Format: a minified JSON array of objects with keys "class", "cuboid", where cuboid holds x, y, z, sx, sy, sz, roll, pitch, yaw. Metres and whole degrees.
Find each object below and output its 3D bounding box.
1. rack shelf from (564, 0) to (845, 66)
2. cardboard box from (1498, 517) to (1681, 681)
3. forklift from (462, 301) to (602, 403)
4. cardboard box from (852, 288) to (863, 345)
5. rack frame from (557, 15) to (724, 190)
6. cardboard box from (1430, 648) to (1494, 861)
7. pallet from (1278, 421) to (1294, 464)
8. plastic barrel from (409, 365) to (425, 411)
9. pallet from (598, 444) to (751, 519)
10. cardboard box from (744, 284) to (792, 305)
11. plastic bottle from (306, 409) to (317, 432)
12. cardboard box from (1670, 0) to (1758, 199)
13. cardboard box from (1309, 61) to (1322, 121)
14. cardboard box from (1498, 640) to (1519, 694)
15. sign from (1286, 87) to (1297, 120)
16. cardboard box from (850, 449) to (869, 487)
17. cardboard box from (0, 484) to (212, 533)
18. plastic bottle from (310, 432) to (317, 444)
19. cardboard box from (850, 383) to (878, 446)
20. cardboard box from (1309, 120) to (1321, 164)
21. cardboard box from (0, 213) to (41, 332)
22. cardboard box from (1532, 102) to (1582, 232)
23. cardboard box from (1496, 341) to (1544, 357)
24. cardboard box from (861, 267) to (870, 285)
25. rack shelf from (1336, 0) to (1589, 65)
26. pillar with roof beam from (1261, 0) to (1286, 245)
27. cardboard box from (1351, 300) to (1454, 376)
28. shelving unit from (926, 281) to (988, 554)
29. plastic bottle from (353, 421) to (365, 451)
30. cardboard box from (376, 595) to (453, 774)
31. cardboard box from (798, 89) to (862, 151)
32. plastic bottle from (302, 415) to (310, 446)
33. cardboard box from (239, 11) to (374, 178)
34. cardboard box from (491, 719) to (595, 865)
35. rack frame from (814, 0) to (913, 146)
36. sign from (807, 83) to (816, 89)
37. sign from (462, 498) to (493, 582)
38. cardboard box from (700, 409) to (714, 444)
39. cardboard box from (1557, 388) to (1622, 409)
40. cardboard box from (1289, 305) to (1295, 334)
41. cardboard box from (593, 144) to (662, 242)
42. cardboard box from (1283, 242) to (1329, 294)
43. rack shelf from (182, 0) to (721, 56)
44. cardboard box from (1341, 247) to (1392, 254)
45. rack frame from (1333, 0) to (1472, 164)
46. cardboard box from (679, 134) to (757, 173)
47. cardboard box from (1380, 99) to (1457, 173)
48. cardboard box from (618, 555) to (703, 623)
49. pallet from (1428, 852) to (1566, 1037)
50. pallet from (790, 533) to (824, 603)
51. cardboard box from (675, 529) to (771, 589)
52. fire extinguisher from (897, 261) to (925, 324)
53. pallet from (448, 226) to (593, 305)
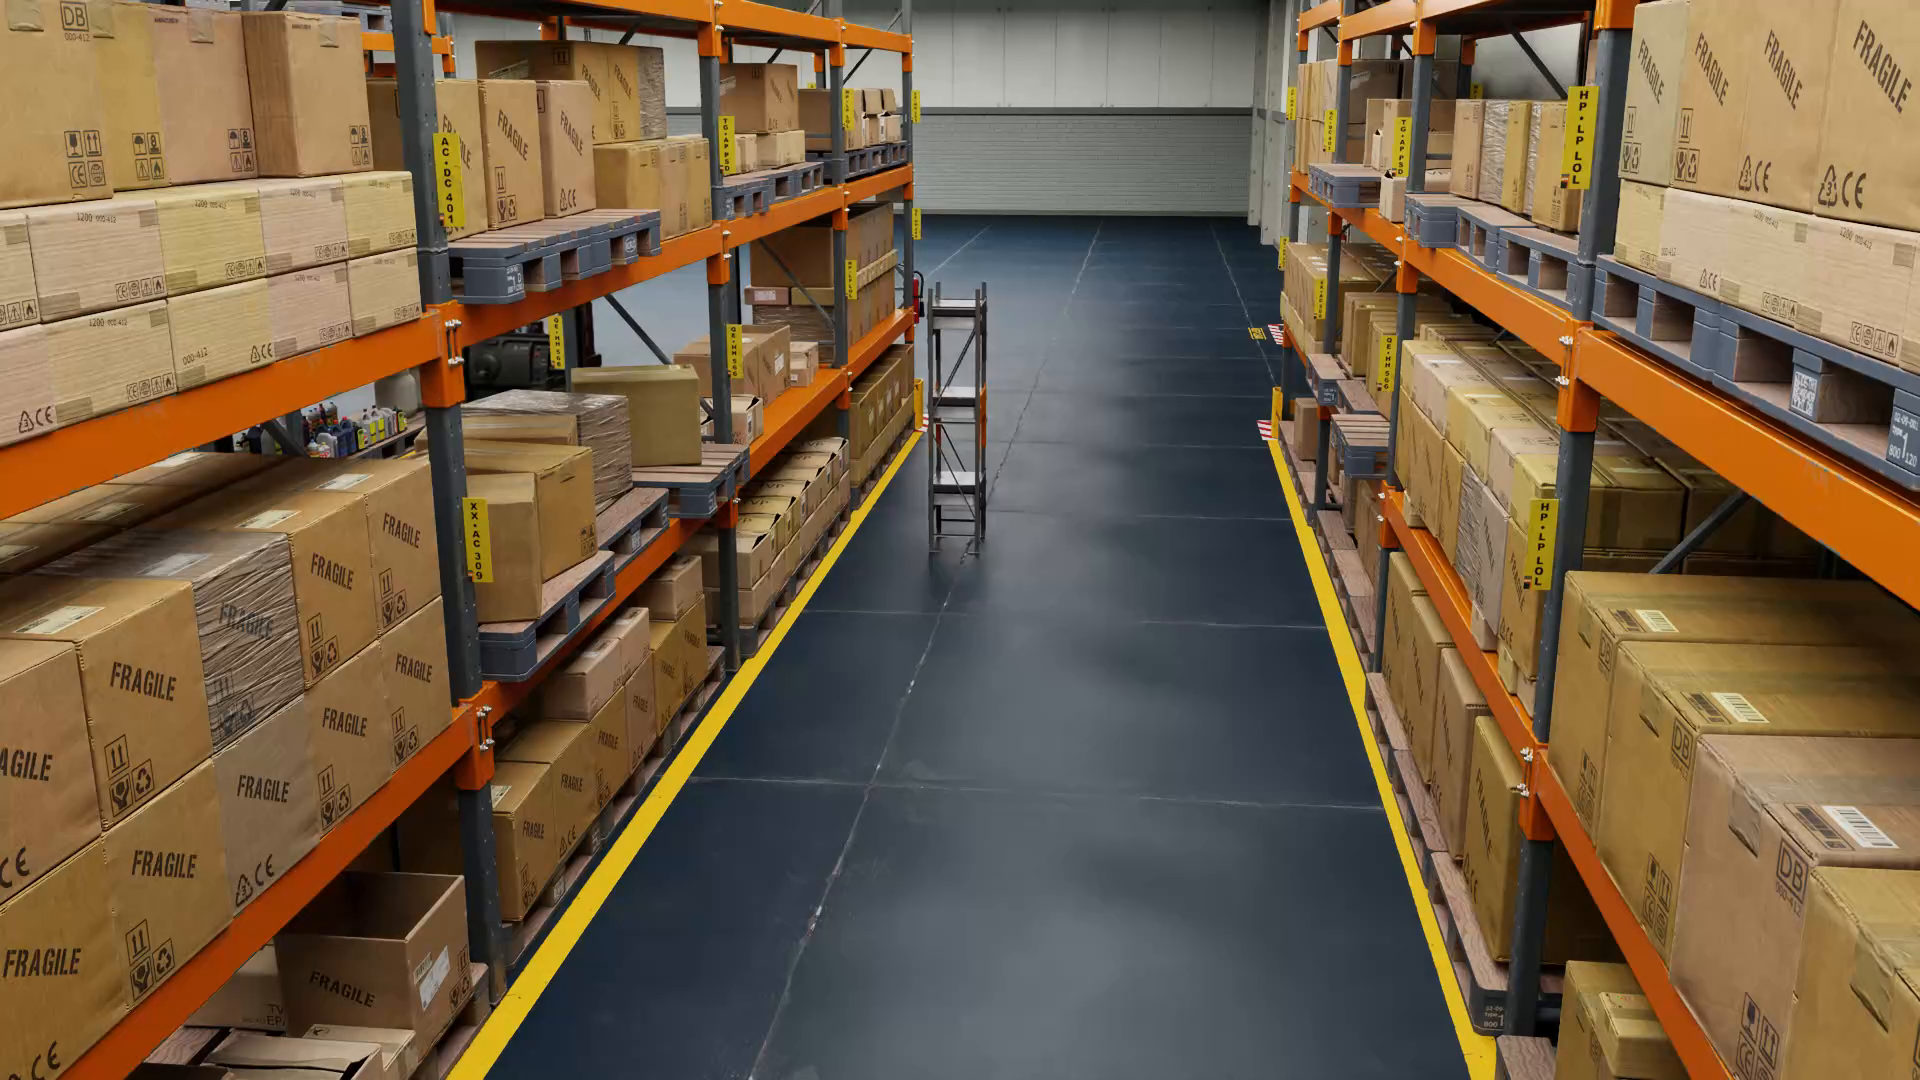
[{"class":"rack shelf","cuboid":[-1.680,-3.506,11.534,1.077,0.370,4.000,2,15,6]},{"class":"cardboard box","cuboid":[2.367,0.222,6.296,0.500,0.500,0.500,1,15,5]},{"class":"forklift","cuboid":[-3.682,-1.495,13.574,1.130,2.935,3.031,4,16,14]},{"class":"cardboard box","cuboid":[-1.297,-2.100,15.490,0.700,0.500,0.500,2,15,7]},{"class":"rack frame","cuboid":[-1.905,-3.528,9.469,1.000,3.000,0.127,2,15,6]},{"class":"cardboard box","cuboid":[2.607,0.982,7.596,0.750,0.750,0.750,2,15,8]},{"class":"pallet","cuboid":[3.784,-0.986,16.905,1.003,0.211,1.213,2,15,6]},{"class":"plastic barrel","cuboid":[-5.922,-1.682,18.099,0.421,0.512,0.421,0,15,0]},{"class":"pallet","cuboid":[-1.912,-0.361,9.620,1.213,0.211,1.003,2,15,6]},{"class":"cardboard box","cuboid":[-1.636,-2.108,14.276,0.380,0.149,0.250,2,15,6]},{"class":"plastic bottle","cuboid":[-6.488,-1.173,16.638,0.097,0.271,0.097,0,15,0]},{"class":"cardboard box","cuboid":[2.155,-1.128,4.195,0.500,0.500,0.500,1,15,5]},{"class":"cardboard box","cuboid":[3.355,-3.929,14.554,0.500,0.500,0.500,1,15,4]},{"class":"cardboard box","cuboid":[2.328,0.500,6.510,0.380,0.149,0.250,2,15,7]},{"class":"sign","cuboid":[3.381,-4.448,16.943,0.100,0.325,0.005,2,15,6]},{"class":"cardboard box","cuboid":[-1.100,-0.656,14.805,0.500,0.250,0.500,2,15,6]},{"class":"cardboard box","cuboid":[-2.747,0.122,5.356,0.500,0.500,0.500,1,15,5]},{"class":"plastic bottle","cuboid":[-6.000,-0.875,15.511,0.061,0.283,0.133,2,15,6]},{"class":"cardboard box","cuboid":[-1.042,-1.148,15.186,0.500,0.500,0.500,2,15,6]},{"class":"cardboard box","cuboid":[3.374,-3.444,14.677,0.500,0.500,0.500,1,15,4]},{"class":"cardboard box","cuboid":[-2.378,-0.559,3.565,0.500,0.250,0.500,2,15,6]},{"class":"cardboard box","cuboid":[2.773,-1.529,6.791,0.700,0.500,0.500,1,15,5]},{"class":"cardboard box","cuboid":[3.224,-0.925,9.101,0.500,0.250,0.500,2,15,8]},{"class":"cardboard box","cuboid":[-1.060,-2.497,15.714,0.380,0.149,0.250,2,15,6]},{"class":"rack shelf","cuboid":[3.243,-3.361,10.998,1.077,0.370,4.000,2,15,6]},{"class":"pillar with roof beam","cuboid":[3.131,-11.602,39.330,9.100,9.000,0.400,2,15,6]},{"class":"cardboard box","cuboid":[3.307,-1.509,12.463,0.700,0.500,0.500,3,15,12]},{"class":"shelving unit","cuboid":[-0.019,-0.971,13.229,0.431,2.100,0.503,2,15,6]},{"class":"plastic bottle","cuboid":[-5.791,-1.005,15.993,0.061,0.283,0.133,2,15,9]},{"class":"cardboard box","cuboid":[-2.158,0.494,5.895,0.500,0.500,0.500,2,15,7]},{"class":"cardboard box","cuboid":[-1.135,-3.559,14.066,0.500,0.500,0.500,3,15,11]},{"class":"plastic bottle","cuboid":[-6.403,-1.065,16.217,0.061,0.283,0.133,2,15,6]},{"class":"cardboard box","cuboid":[-2.374,-1.446,5.410,0.700,0.500,0.500,2,15,6]},{"class":"cardboard box","cuboid":[-2.011,1.143,7.635,0.500,0.500,0.500,2,15,7]},{"class":"rack frame","cuboid":[-1.003,-5.603,17.143,1.000,3.000,0.127,2,15,6]},{"class":"sign","cuboid":[-1.553,-4.633,17.476,0.100,0.325,0.005,2,15,6]},{"class":"sign","cuboid":[-1.817,0.002,6.251,0.100,0.325,0.005,2,15,6]},{"class":"cardboard box","cuboid":[-1.821,-0.682,10.608,0.500,0.311,0.500,3,15,10]},{"class":"cardboard box","cuboid":[3.044,-0.526,7.624,0.500,0.250,0.500,1,15,5]},{"class":"cardboard box","cuboid":[3.441,-2.115,15.986,0.500,0.250,0.500,1,15,5]},{"class":"cardboard box","cuboid":[-2.037,-1.747,8.438,0.910,0.500,0.500,2,15,6]},{"class":"cardboard box","cuboid":[3.567,-2.746,16.884,0.500,0.500,0.500,2,15,6]},{"class":"rack shelf","cuboid":[-2.131,-2.469,7.697,1.077,0.370,4.000,2,15,6]},{"class":"cardboard box","cuboid":[4.011,-2.602,16.352,0.500,0.500,0.500,2,15,7]},{"class":"rack frame","cuboid":[3.468,-4.420,12.770,1.000,3.000,0.127,2,15,6]},{"class":"cardboard box","cuboid":[-1.731,-2.754,11.835,0.500,0.250,0.500,0,15,2]},{"class":"cardboard box","cuboid":[3.188,-2.764,11.395,0.500,0.500,0.500,1,15,4]},{"class":"cardboard box","cuboid":[-1.780,0.265,9.446,0.500,0.250,0.500,2,15,8]},{"class":"pallet","cuboid":[2.578,1.694,6.992,1.003,0.211,1.213,2,15,6]},{"class":"pallet","cuboid":[-1.634,0.186,12.569,1.003,0.211,1.213,2,15,6]},{"class":"cardboard box","cuboid":[-1.554,0.095,10.954,0.500,0.311,0.500,2,15,8]},{"class":"fire extinguisher","cuboid":[-0.528,-2.686,17.999,0.296,0.674,0.183,2,15,6]},{"class":"pallet","cuboid":[-2.213,-1.119,6.667,1.213,0.211,1.003,2,15,6]}]
